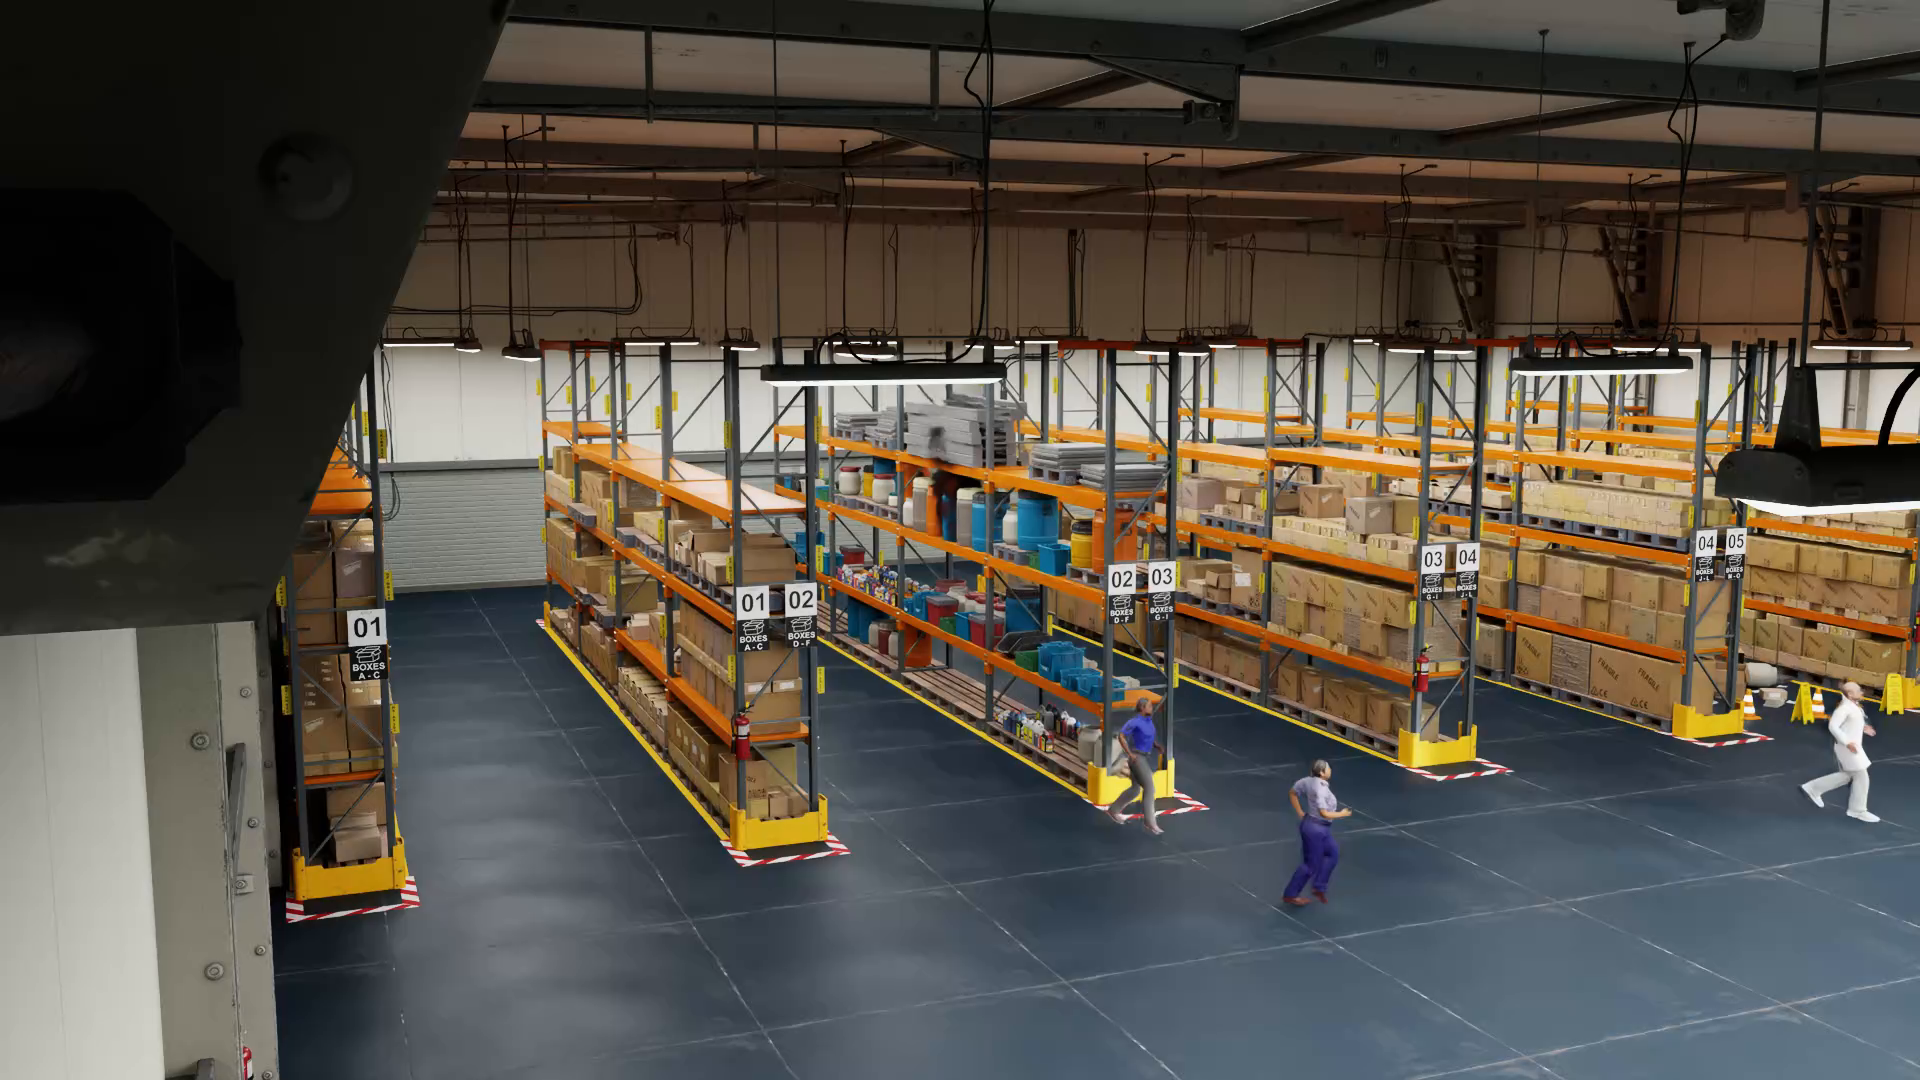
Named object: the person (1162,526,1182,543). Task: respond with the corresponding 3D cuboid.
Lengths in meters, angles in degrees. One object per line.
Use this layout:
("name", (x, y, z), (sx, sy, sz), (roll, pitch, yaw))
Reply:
("person", (5.248, 0.063, 41.498), (0.648, 1.743, 0.714), (-3, 8, -23))

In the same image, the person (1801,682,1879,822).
("person", (11.354, 2.693, 21.365), (0.911, 1.782, 0.700), (4, 8, 26))

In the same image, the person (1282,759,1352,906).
("person", (3.869, 3.204, 18.040), (0.725, 1.699, 0.592), (0, 7, 1))

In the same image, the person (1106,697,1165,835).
("person", (2.265, 2.814, 20.932), (0.776, 1.675, 0.583), (3, 8, 22))
